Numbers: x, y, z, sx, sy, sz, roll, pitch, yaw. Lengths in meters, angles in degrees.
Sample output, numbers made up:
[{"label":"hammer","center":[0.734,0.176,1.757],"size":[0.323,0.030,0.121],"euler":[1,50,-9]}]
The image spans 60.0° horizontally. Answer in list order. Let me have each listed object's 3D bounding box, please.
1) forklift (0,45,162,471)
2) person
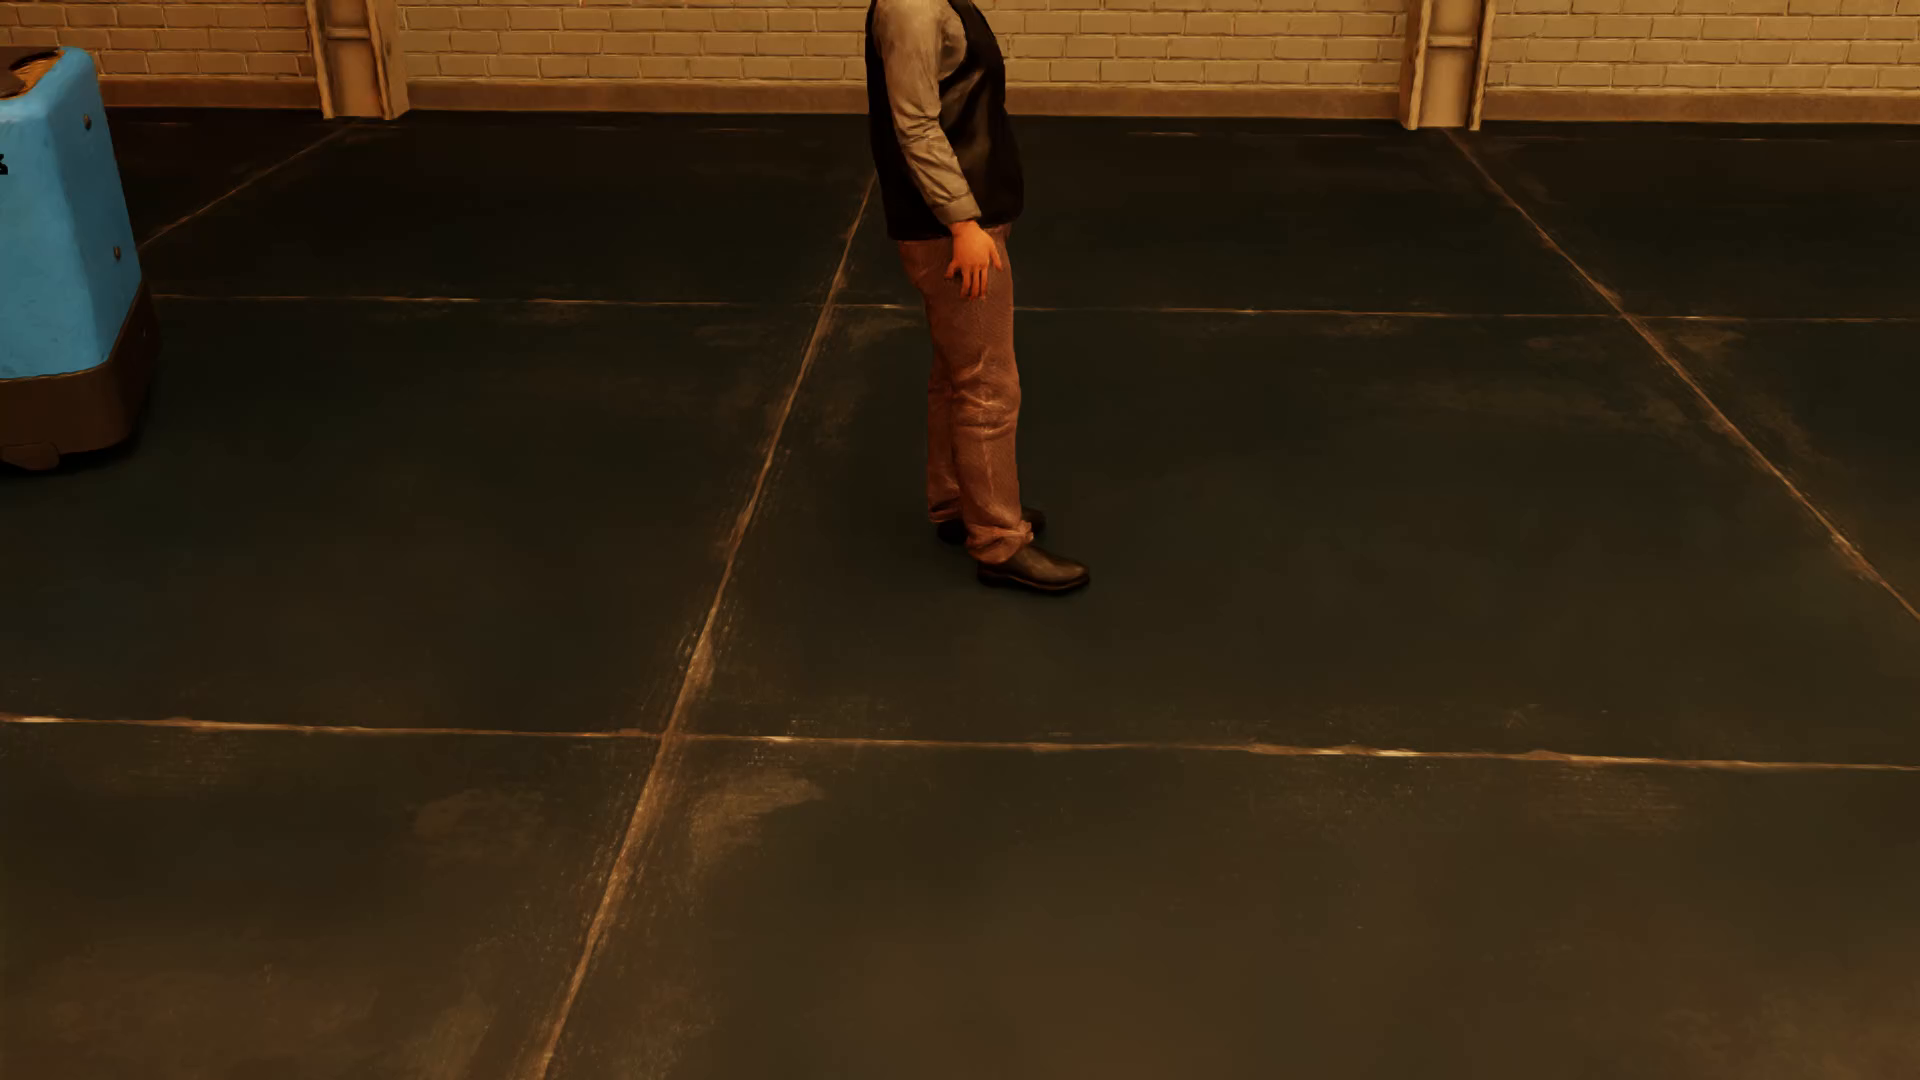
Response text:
[{"label":"forklift","center":[-4.067,-1.544,4.339],"size":[3.031,2.935,1.130],"euler":[-8,27,-16]},{"label":"person","center":[0.062,-0.773,4.128],"size":[0.567,1.720,0.632],"euler":[1,26,2]}]
